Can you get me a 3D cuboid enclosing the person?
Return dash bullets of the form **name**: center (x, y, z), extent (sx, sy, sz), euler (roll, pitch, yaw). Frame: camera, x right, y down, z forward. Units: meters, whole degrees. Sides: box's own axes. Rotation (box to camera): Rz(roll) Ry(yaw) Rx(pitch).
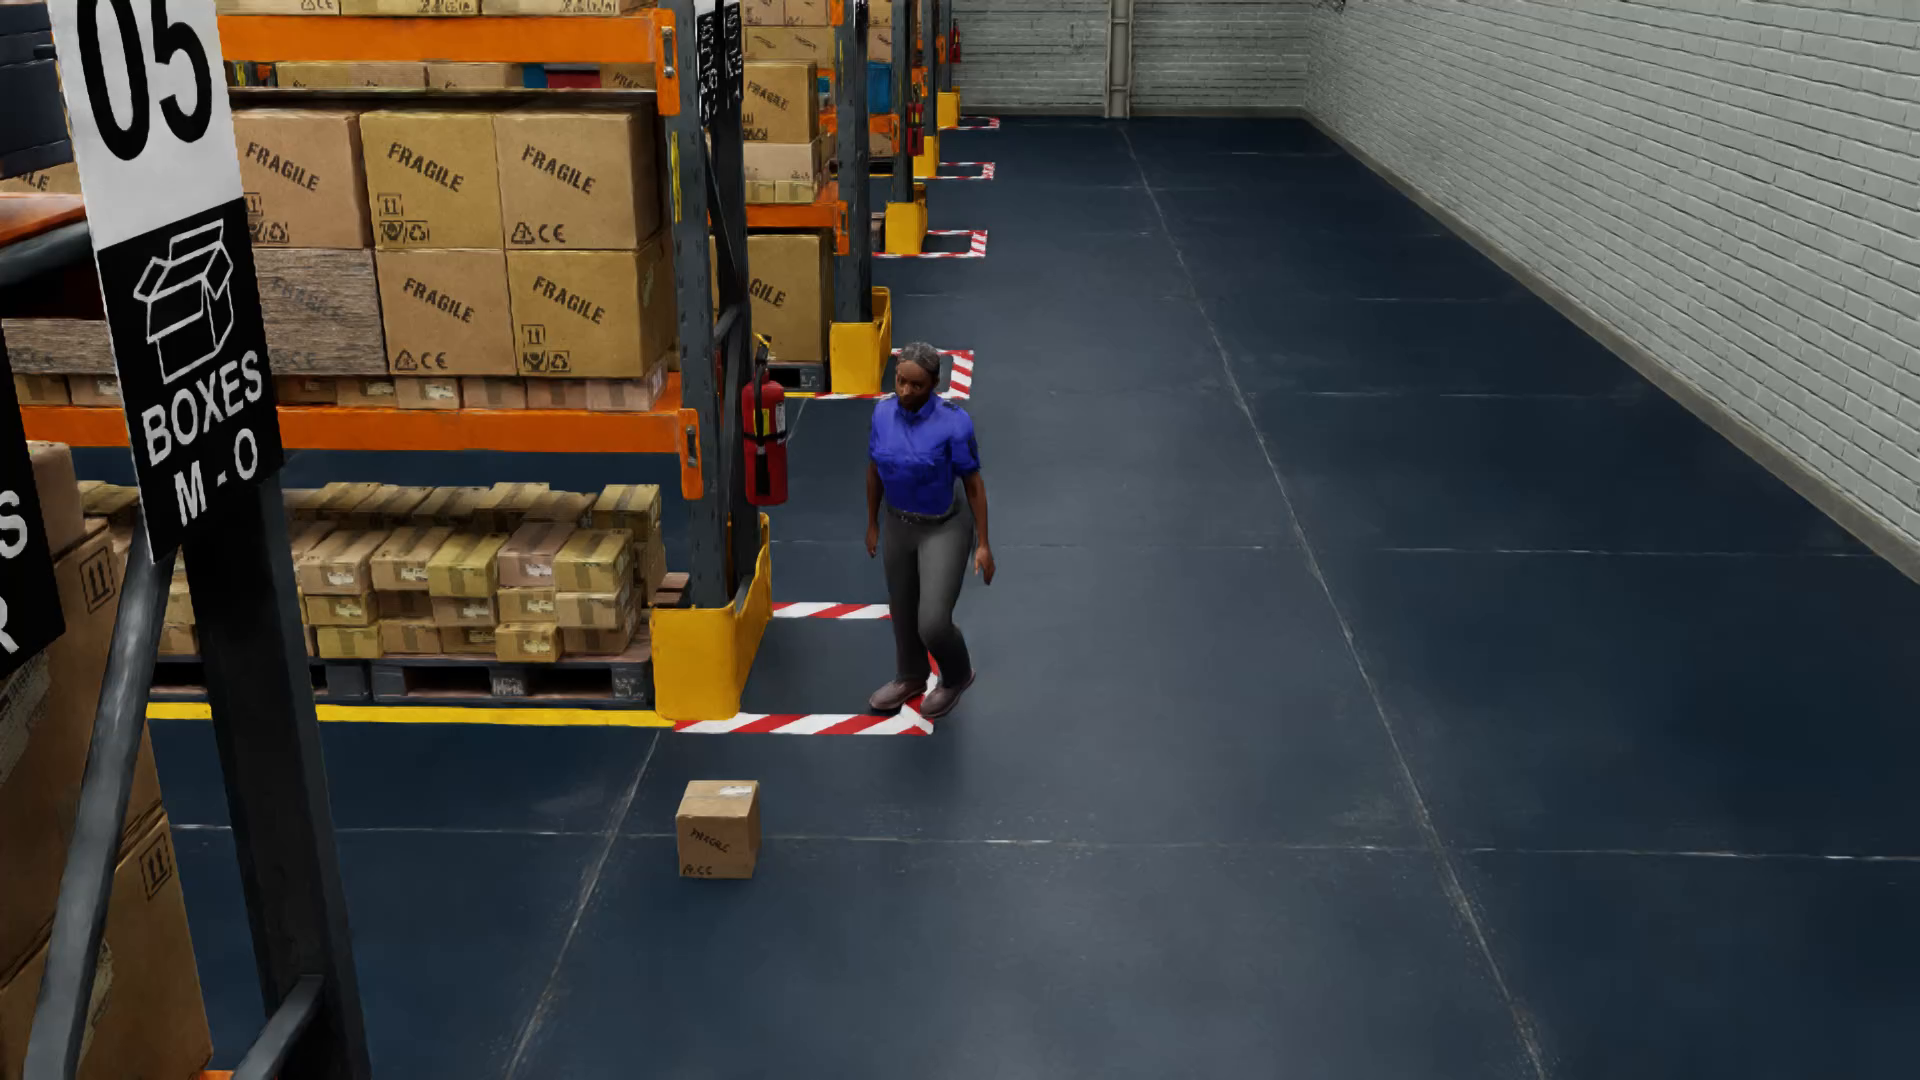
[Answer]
- **person**: center (-0.134, -0.016, 6.615), extent (0.591, 1.637, 0.505), euler (11, 24, 27)
